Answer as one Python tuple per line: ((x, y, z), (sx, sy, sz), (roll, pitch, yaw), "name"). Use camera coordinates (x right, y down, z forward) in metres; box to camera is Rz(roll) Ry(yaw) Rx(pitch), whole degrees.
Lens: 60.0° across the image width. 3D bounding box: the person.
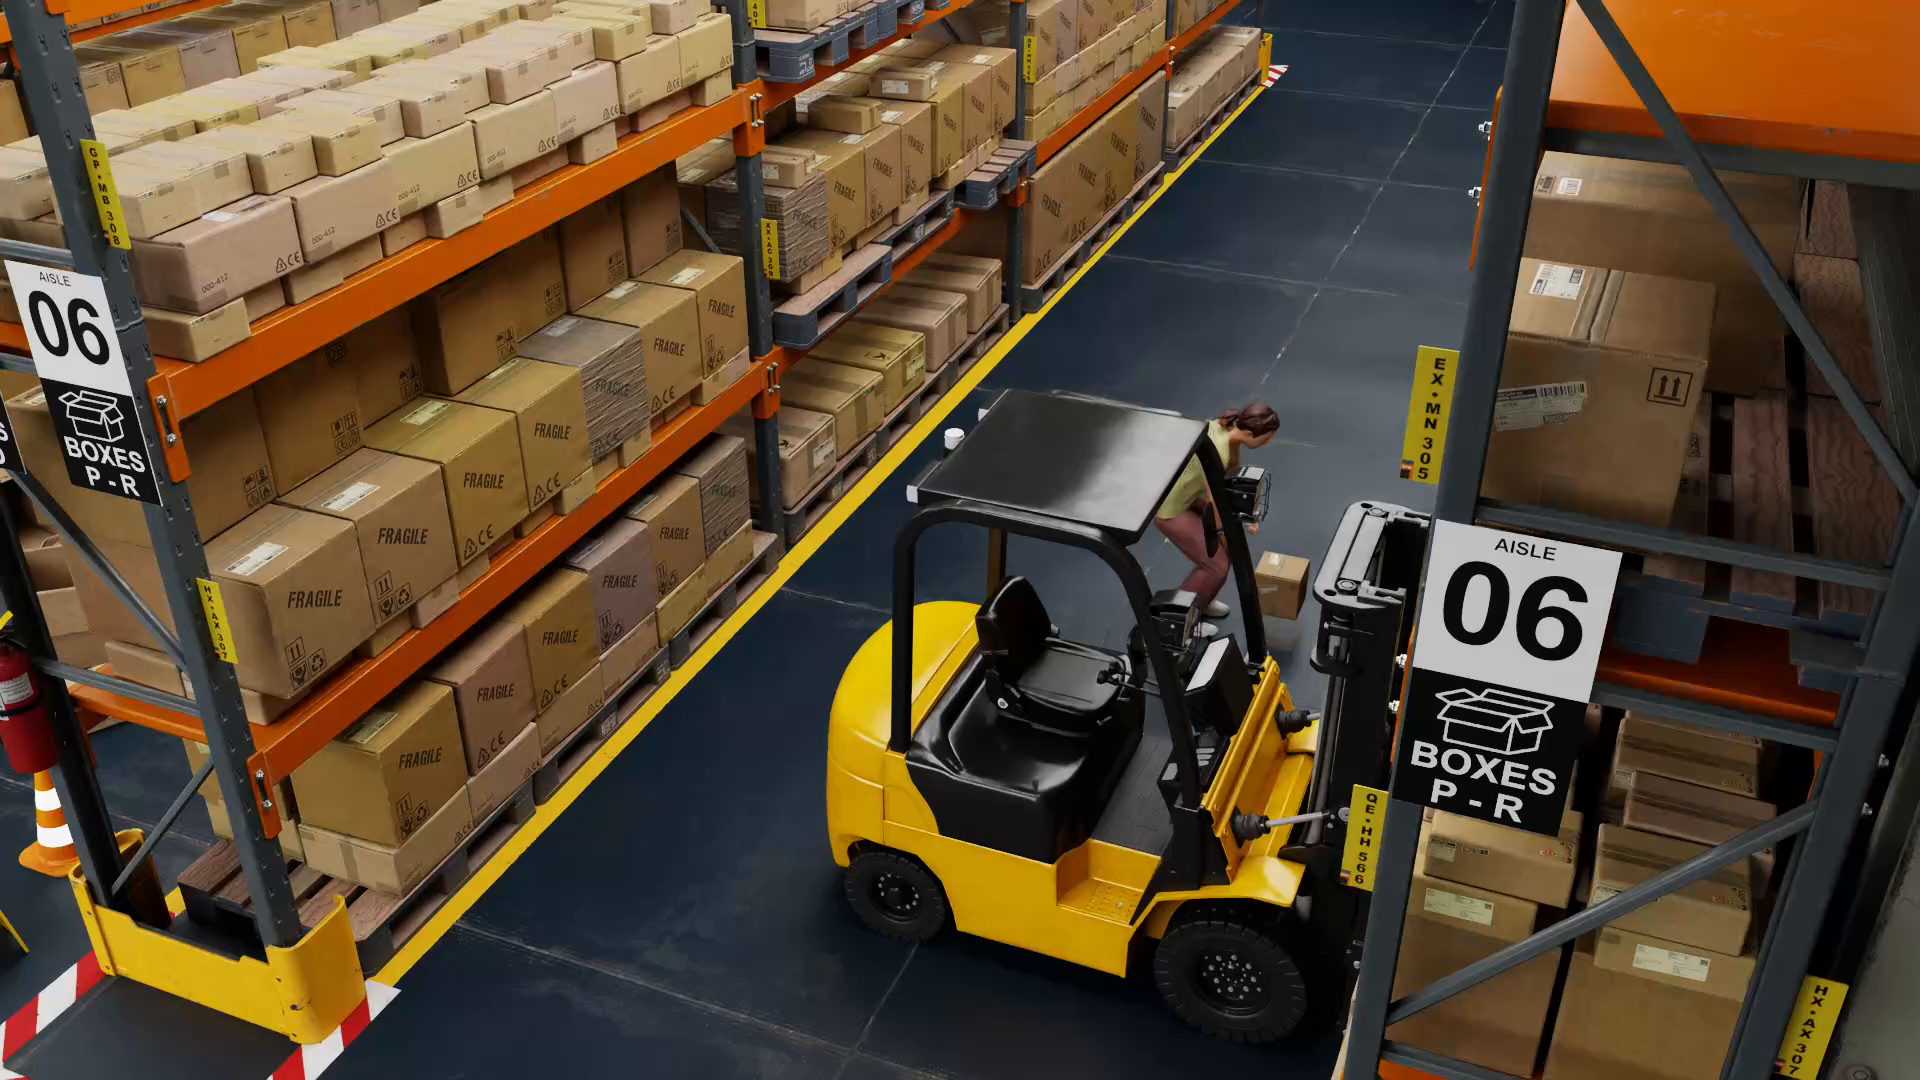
((1.350, -0.154, 8.984), (0.647, 1.363, 0.511), (12, 32, 19), "person")
